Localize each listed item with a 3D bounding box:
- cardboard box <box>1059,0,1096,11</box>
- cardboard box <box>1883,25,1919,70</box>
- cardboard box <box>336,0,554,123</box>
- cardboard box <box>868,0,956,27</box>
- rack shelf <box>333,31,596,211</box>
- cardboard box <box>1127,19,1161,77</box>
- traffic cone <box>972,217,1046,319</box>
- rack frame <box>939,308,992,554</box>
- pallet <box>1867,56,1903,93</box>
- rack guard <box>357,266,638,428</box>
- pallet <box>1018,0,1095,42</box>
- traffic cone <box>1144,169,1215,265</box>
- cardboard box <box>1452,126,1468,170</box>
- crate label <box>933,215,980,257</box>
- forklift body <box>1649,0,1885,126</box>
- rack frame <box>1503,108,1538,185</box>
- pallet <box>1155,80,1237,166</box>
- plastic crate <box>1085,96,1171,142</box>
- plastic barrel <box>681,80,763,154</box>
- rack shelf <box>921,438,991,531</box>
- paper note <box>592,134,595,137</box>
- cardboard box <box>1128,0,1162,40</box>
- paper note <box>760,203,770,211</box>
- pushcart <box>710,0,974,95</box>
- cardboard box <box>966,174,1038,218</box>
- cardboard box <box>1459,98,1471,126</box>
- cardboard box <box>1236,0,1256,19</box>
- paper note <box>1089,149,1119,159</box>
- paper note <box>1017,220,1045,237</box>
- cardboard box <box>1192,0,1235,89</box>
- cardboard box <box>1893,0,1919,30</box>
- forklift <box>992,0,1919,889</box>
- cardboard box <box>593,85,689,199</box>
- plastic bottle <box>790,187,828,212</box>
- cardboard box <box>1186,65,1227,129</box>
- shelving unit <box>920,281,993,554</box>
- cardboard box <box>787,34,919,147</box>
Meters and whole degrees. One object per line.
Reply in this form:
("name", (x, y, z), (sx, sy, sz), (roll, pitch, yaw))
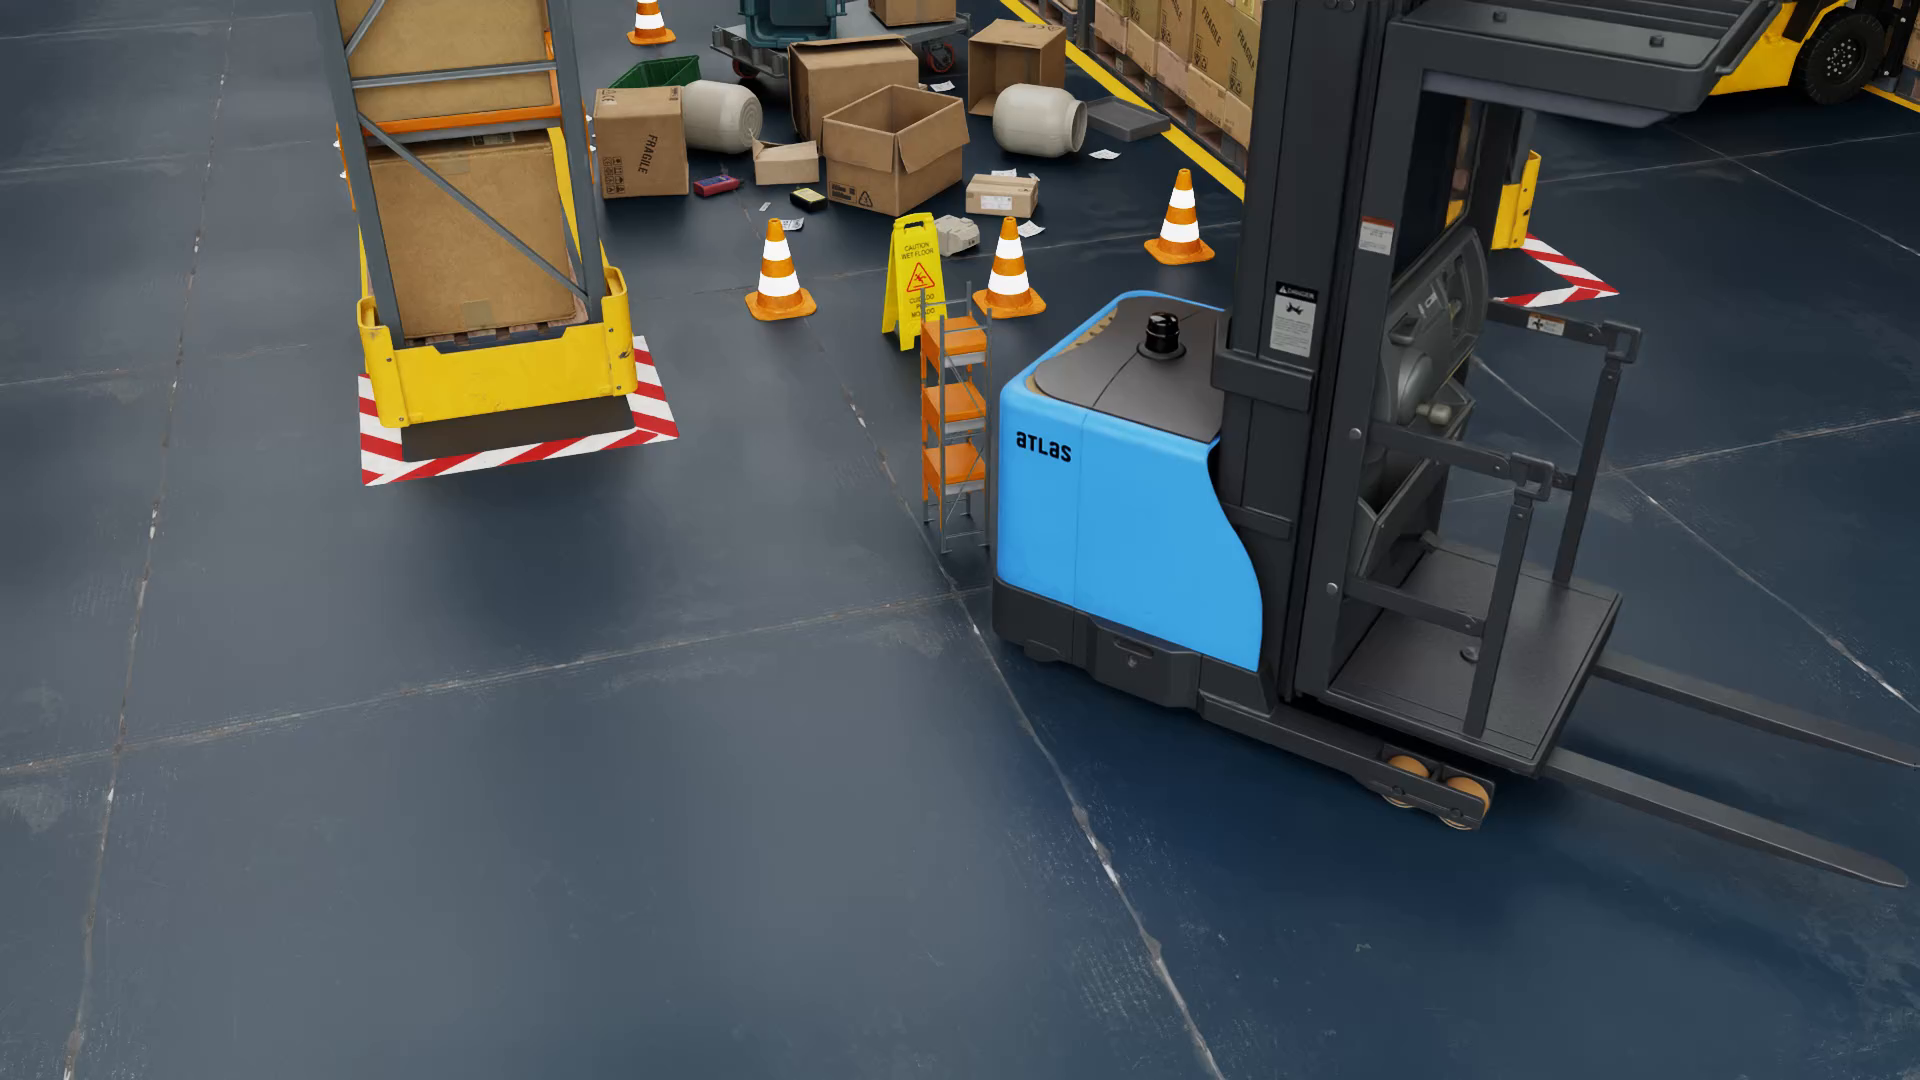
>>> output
("cardboard box", (1.185, -4.288, 12.521), (0.950, 0.372, 0.625), (-10, 35, -14))
("cardboard box", (6.562, -3.419, 11.317), (0.500, 0.250, 0.500), (-10, 35, -14))
("cardboard box", (-2.273, -2.198, 7.220), (0.875, 0.550, 0.550), (-10, 35, -15))
("cardboard box", (-0.339, -3.892, 11.500), (0.500, 0.500, 0.500), (-10, 35, -15))
("rack shelf", (-2.726, -2.699, 8.766), (1.077, 0.370, 4.000), (-10, 35, -15))
("cardboard box", (1.443, -3.329, 11.180), (0.500, 0.250, 0.500), (-8, 34, -12))
("traffic cone", (0.254, -1.419, 8.478), (0.336, 0.463, 0.334), (-10, 35, -15))
("rack frame", (0.021, -0.402, 6.406), (0.200, 1.050, 0.008), (-10, 35, -15))
("pallet", (6.651, -3.541, 11.918), (1.003, 0.211, 1.213), (-10, 35, -15))
("rack guard", (-2.109, -0.893, 7.648), (1.175, 0.500, 0.348), (-10, 35, -15))
("pallet", (1.108, -4.179, 12.883), (1.003, 0.211, 1.213), (-10, 35, -15))
("traffic cone", (1.207, -1.785, 9.031), (0.336, 0.463, 0.334), (-10, 35, -15))
("cardboard box", (2.584, -2.332, 9.672), (0.500, 0.250, 0.500), (-10, 35, -15))
("crate label", (-0.045, -1.686, 9.177), (0.298, 0.136, 0.250), (27, 42, 34))
("forklift body", (4.977, -4.006, 10.861), (2.313, 2.155, 1.214), (-10, 35, -15))
("rack frame", (2.567, -2.834, 8.318), (1.000, 3.000, 0.127), (-10, 35, -15))
("pallet", (1.961, -2.783, 10.769), (1.003, 0.211, 1.213), (-10, 35, -15))
("plastic crate", (1.045, -2.754, 10.845), (0.402, 0.080, 0.583), (-23, 40, -31))
("plastic barrel", (-1.529, -2.636, 10.356), (0.512, 0.421, 0.421), (13, 36, 18))
("rack shelf", (-0.016, -0.225, 6.662), (0.215, 0.259, 0.240), (-10, 35, -15))
("paper note", (-2.269, -2.610, 10.671), (0.142, 0.020, 0.147), (19, 38, 26))
("cardboard box", (1.444, -3.641, 10.972), (0.500, 0.500, 0.500), (-9, 34, -13))
("paper note", (-1.135, -1.940, 9.677), (0.032, 0.001, 0.123), (7, 34, 10))
("pushcart", (-0.809, -3.431, 11.599), (1.648, 0.377, 0.936), (-23, 40, -31))
("cardboard box", (0.244, -1.993, 9.631), (0.380, 0.149, 0.250), (7, 34, 10))
("cardboard box", (2.577, -2.657, 9.484), (0.500, 0.500, 0.500), (-11, 35, -16))
("cardboard box", (1.825, -3.136, 9.620), (0.380, 0.149, 0.250), (-9, 35, -14))
("paper note", (0.904, -2.408, 10.366), (0.142, 0.019, 0.148), (-23, 40, -31))
("paper note", (0.383, -1.757, 9.381), (0.148, 0.019, 0.142), (-23, 40, -31))
("cardboard box", (1.765, -3.091, 10.140), (0.500, 0.500, 0.500), (-11, 35, -16))
("cardboard box", (6.527, -3.643, 11.202), (0.500, 0.250, 0.500), (-11, 35, -16))
("forklift", (1.639, -0.629, 5.043), (3.031, 2.935, 1.130), (19, 38, 26))
("cardboard box", (-1.886, -2.364, 9.873), (0.500, 0.500, 0.500), (-4, 34, -6))
("plastic bottle", (-0.903, -1.999, 9.719), (0.133, 0.061, 0.283), (-23, 40, -31))
("cardboard box", (1.749, -2.788, 10.362), (0.500, 0.250, 0.500), (-11, 35, -16))
("shelving unit", (-0.016, -0.466, 6.503), (0.215, 1.050, 0.252), (-10, 35, -15))
("cardboard box", (-0.673, -2.835, 10.461), (0.797, 0.637, 0.503), (-10, 35, -15))
